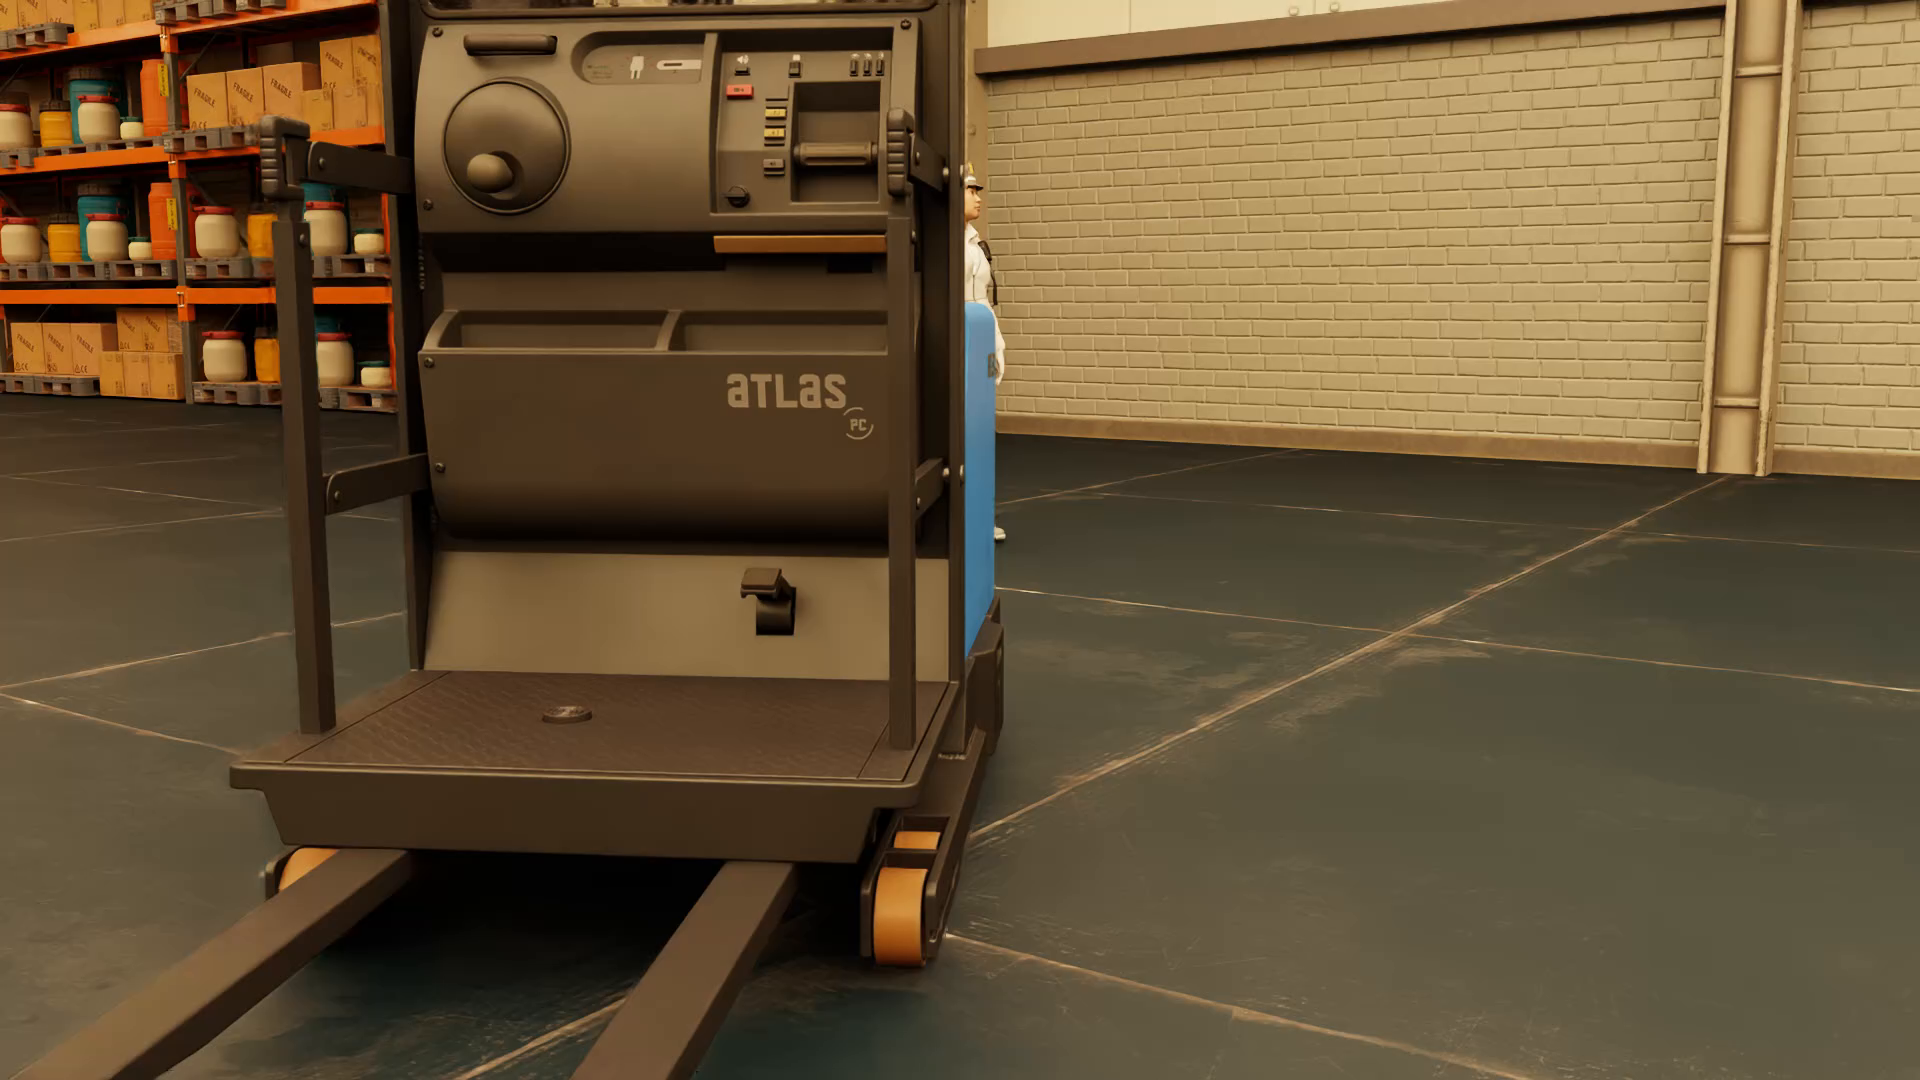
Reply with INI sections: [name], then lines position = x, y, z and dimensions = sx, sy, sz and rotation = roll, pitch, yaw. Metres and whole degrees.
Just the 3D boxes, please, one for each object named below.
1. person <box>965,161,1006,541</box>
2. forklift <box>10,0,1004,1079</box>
[person]
position = 0.053, -0.840, 7.439
dimensions = 0.530, 1.694, 0.586
rotation = 5, 10, 34
[forklift]
position = -0.559, -0.804, 2.846
dimensions = 1.130, 2.935, 3.031
rotation = 1, 8, 6
